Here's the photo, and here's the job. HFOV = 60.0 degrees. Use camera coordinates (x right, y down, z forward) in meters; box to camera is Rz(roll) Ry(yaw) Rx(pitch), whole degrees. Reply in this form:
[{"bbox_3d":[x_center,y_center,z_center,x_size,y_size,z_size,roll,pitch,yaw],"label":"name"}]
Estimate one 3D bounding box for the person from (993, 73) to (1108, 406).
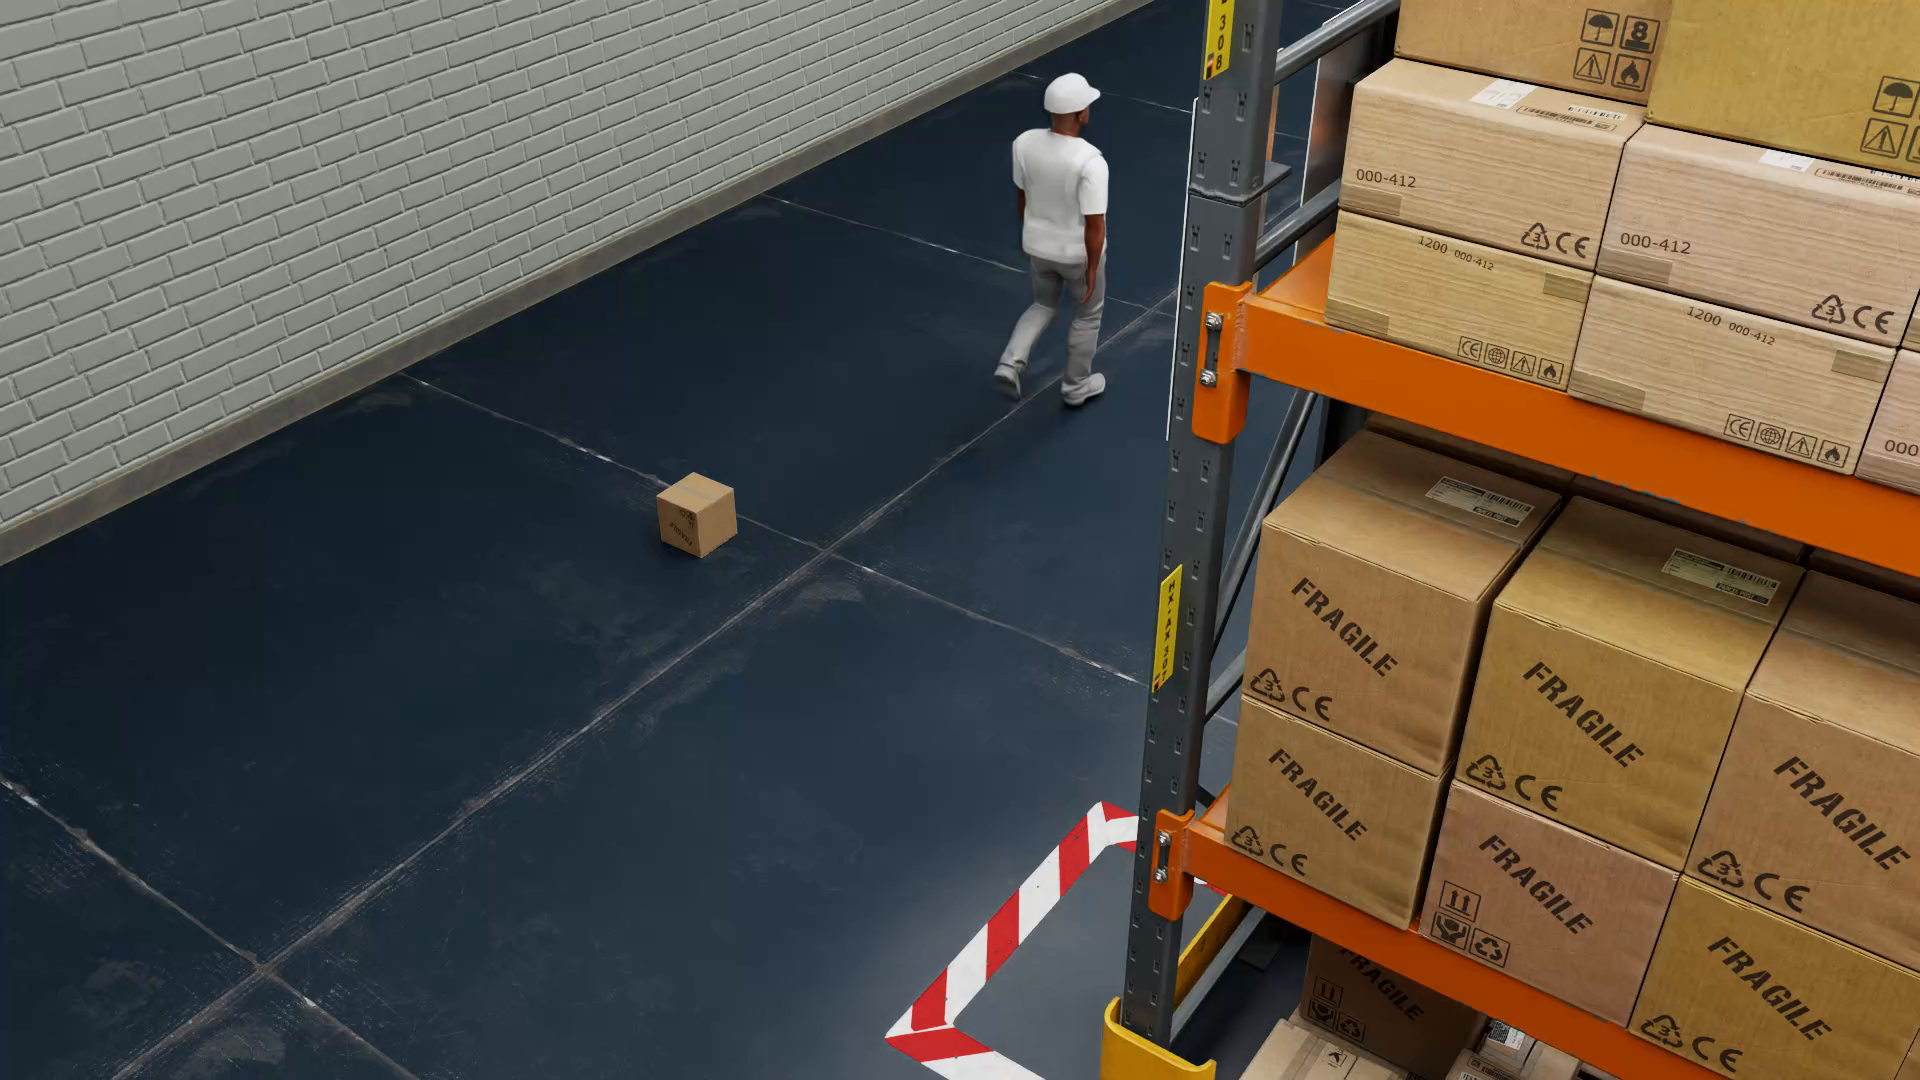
[{"bbox_3d":[0.482,-1.425,8.167,0.576,1.746,0.707,23,41,30],"label":"person"}]
